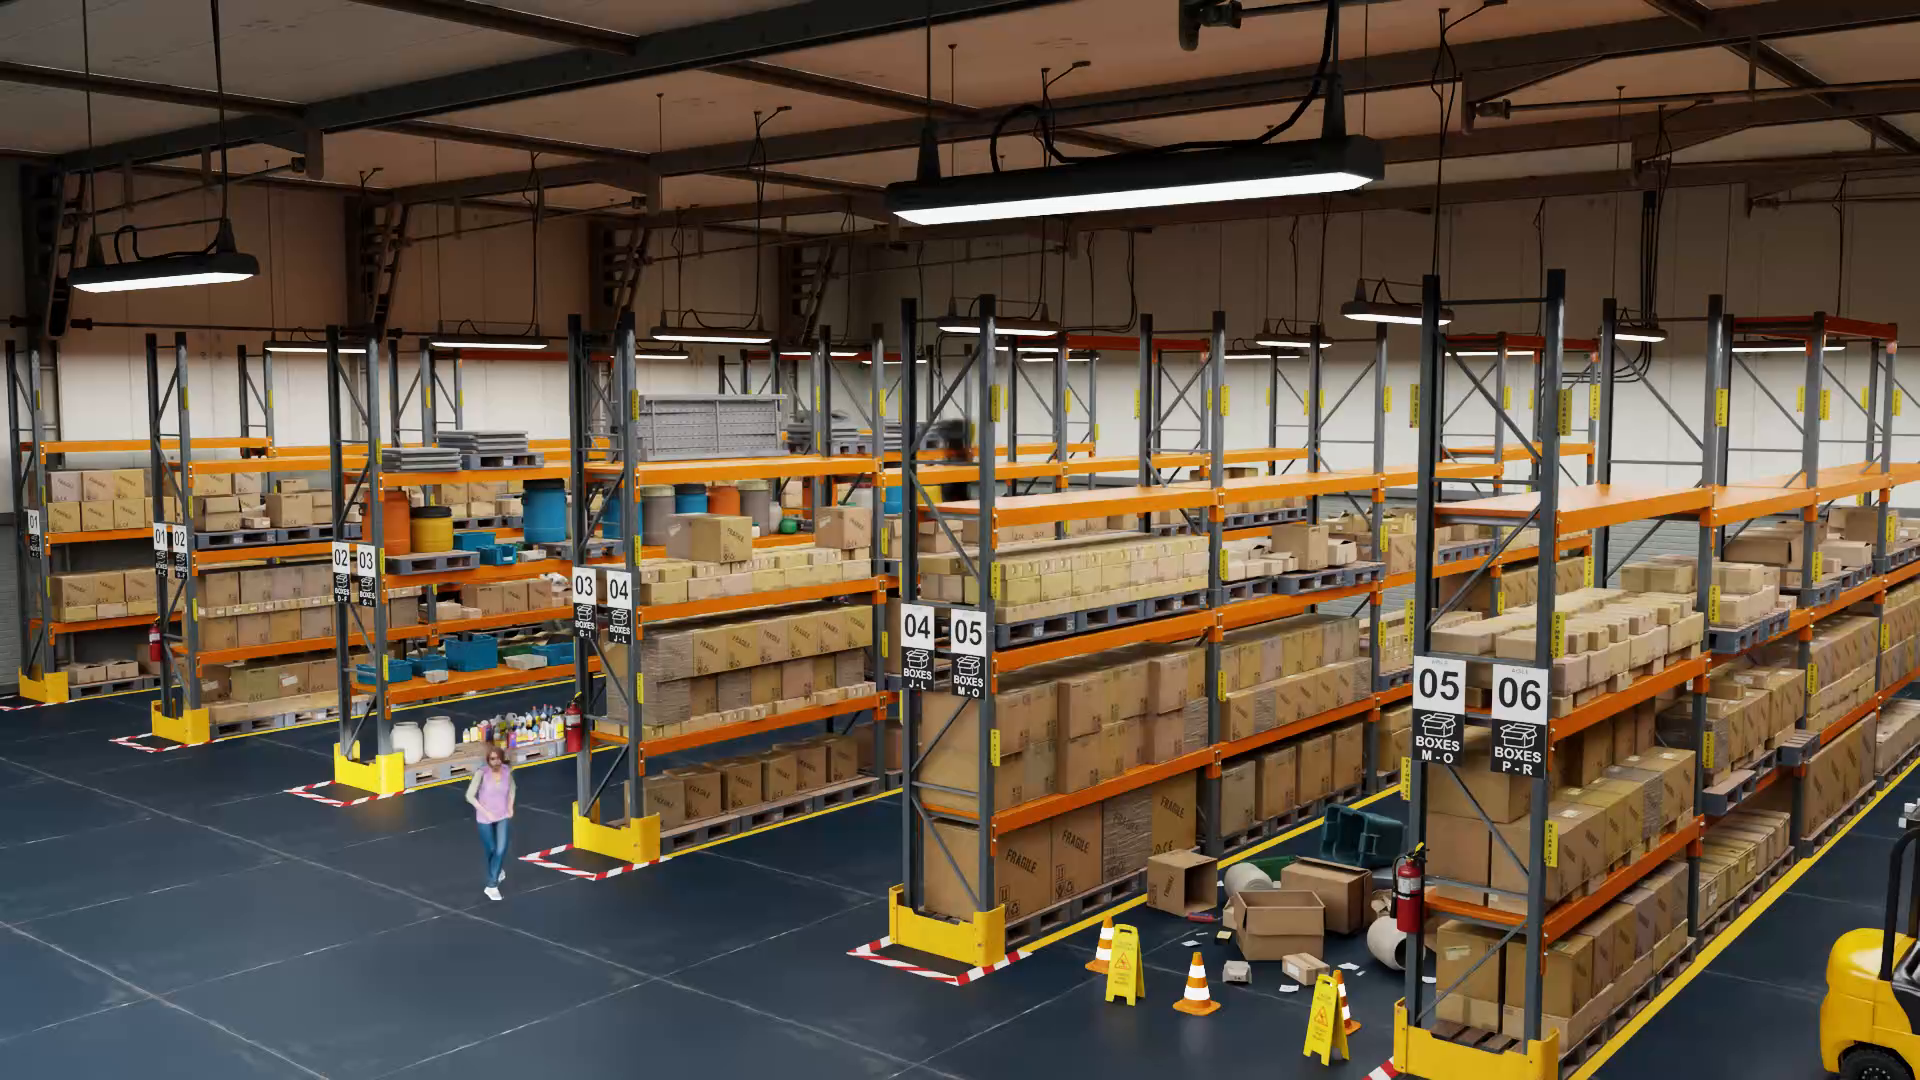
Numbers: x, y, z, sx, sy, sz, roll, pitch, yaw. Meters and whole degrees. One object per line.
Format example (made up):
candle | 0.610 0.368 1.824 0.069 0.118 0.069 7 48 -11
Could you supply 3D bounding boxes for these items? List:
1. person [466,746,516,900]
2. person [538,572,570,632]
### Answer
person | -4.818 2.851 17.087 0.528 1.566 0.726 -2 6 -23
person | -8.181 1.294 33.217 0.615 1.839 0.890 4 6 37
